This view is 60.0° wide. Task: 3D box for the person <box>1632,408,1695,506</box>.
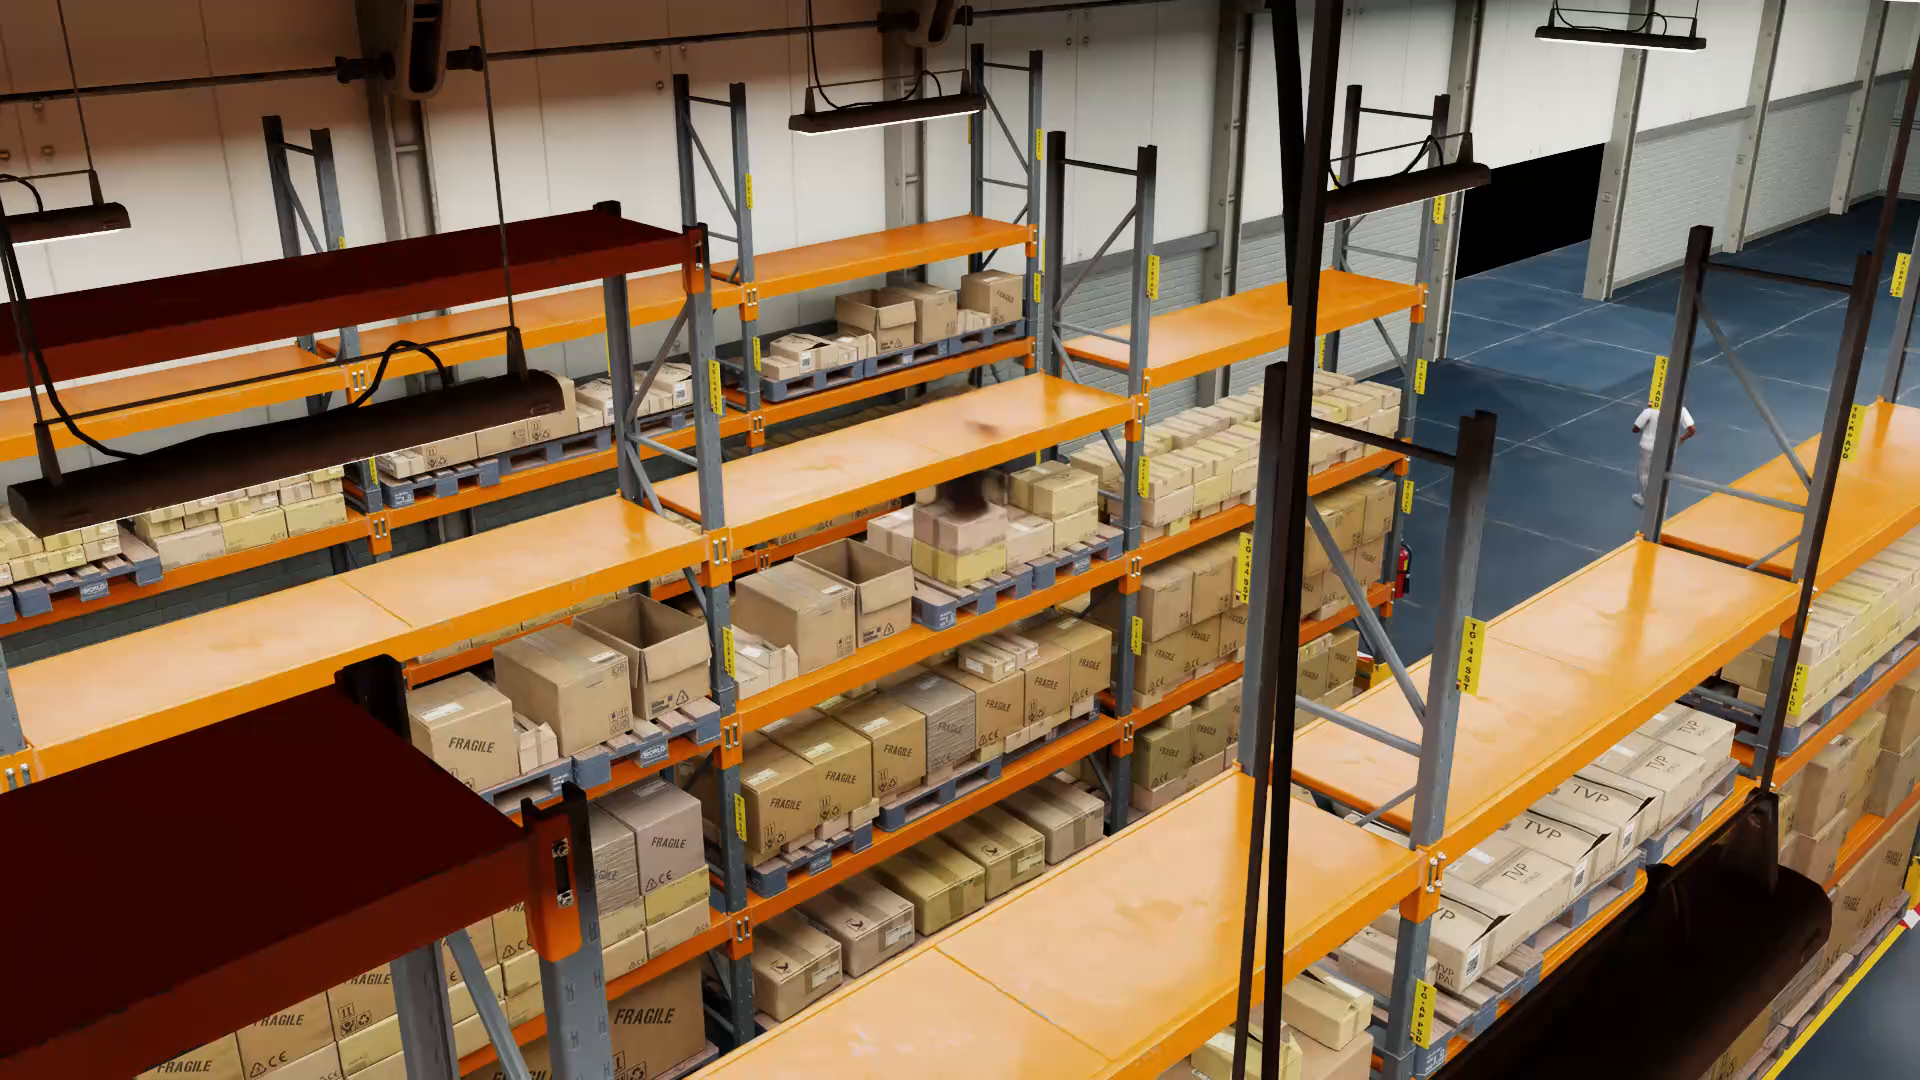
[{"bbox_3d":[8.965,-1.184,21.391,0.710,1.747,0.963,-1,22,-1],"label":"person"}]
